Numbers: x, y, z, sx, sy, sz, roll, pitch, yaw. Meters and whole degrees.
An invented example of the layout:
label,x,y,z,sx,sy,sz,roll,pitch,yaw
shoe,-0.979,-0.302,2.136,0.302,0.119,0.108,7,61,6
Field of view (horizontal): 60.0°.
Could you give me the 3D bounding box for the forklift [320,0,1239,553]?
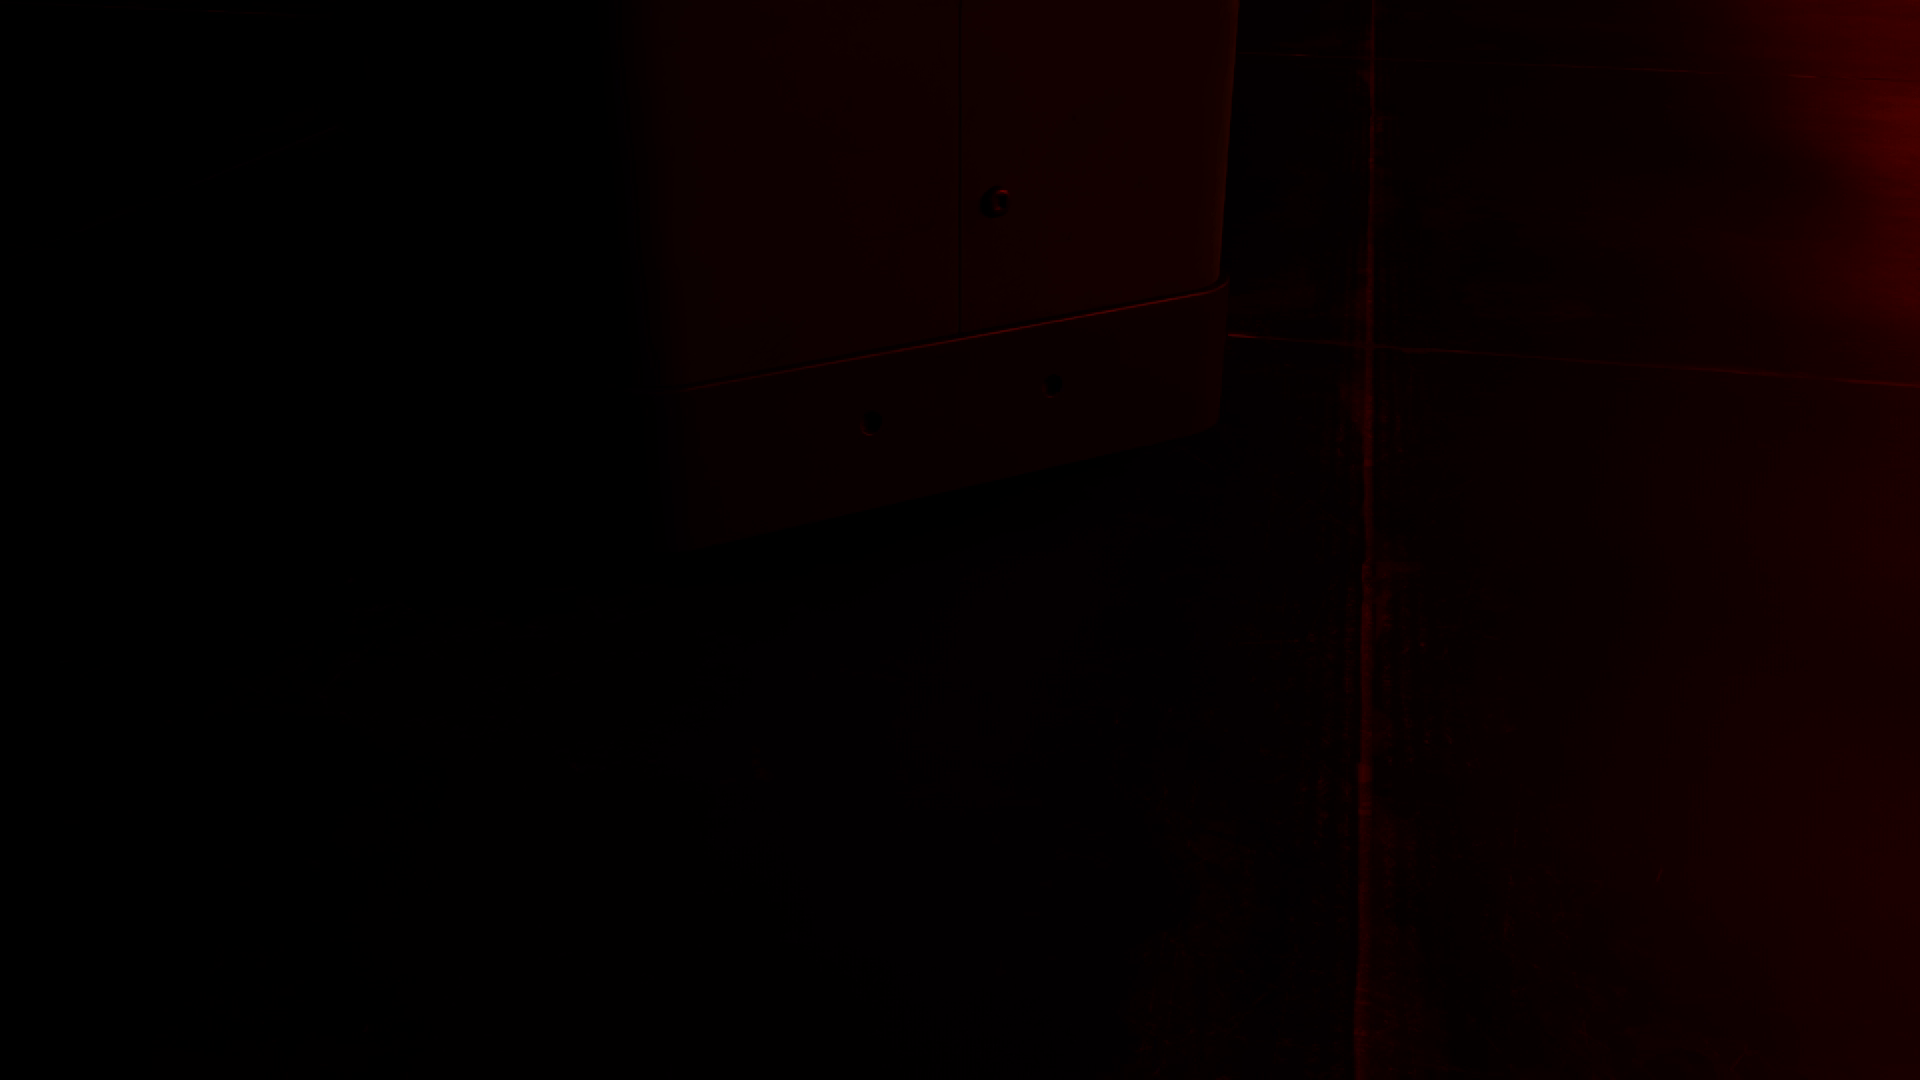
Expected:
label,x,y,z,sx,sy,sz,roll,pitch,yaw
forklift,-0.719,-1.920,3.052,1.130,2.935,3.031,-14,30,-25
